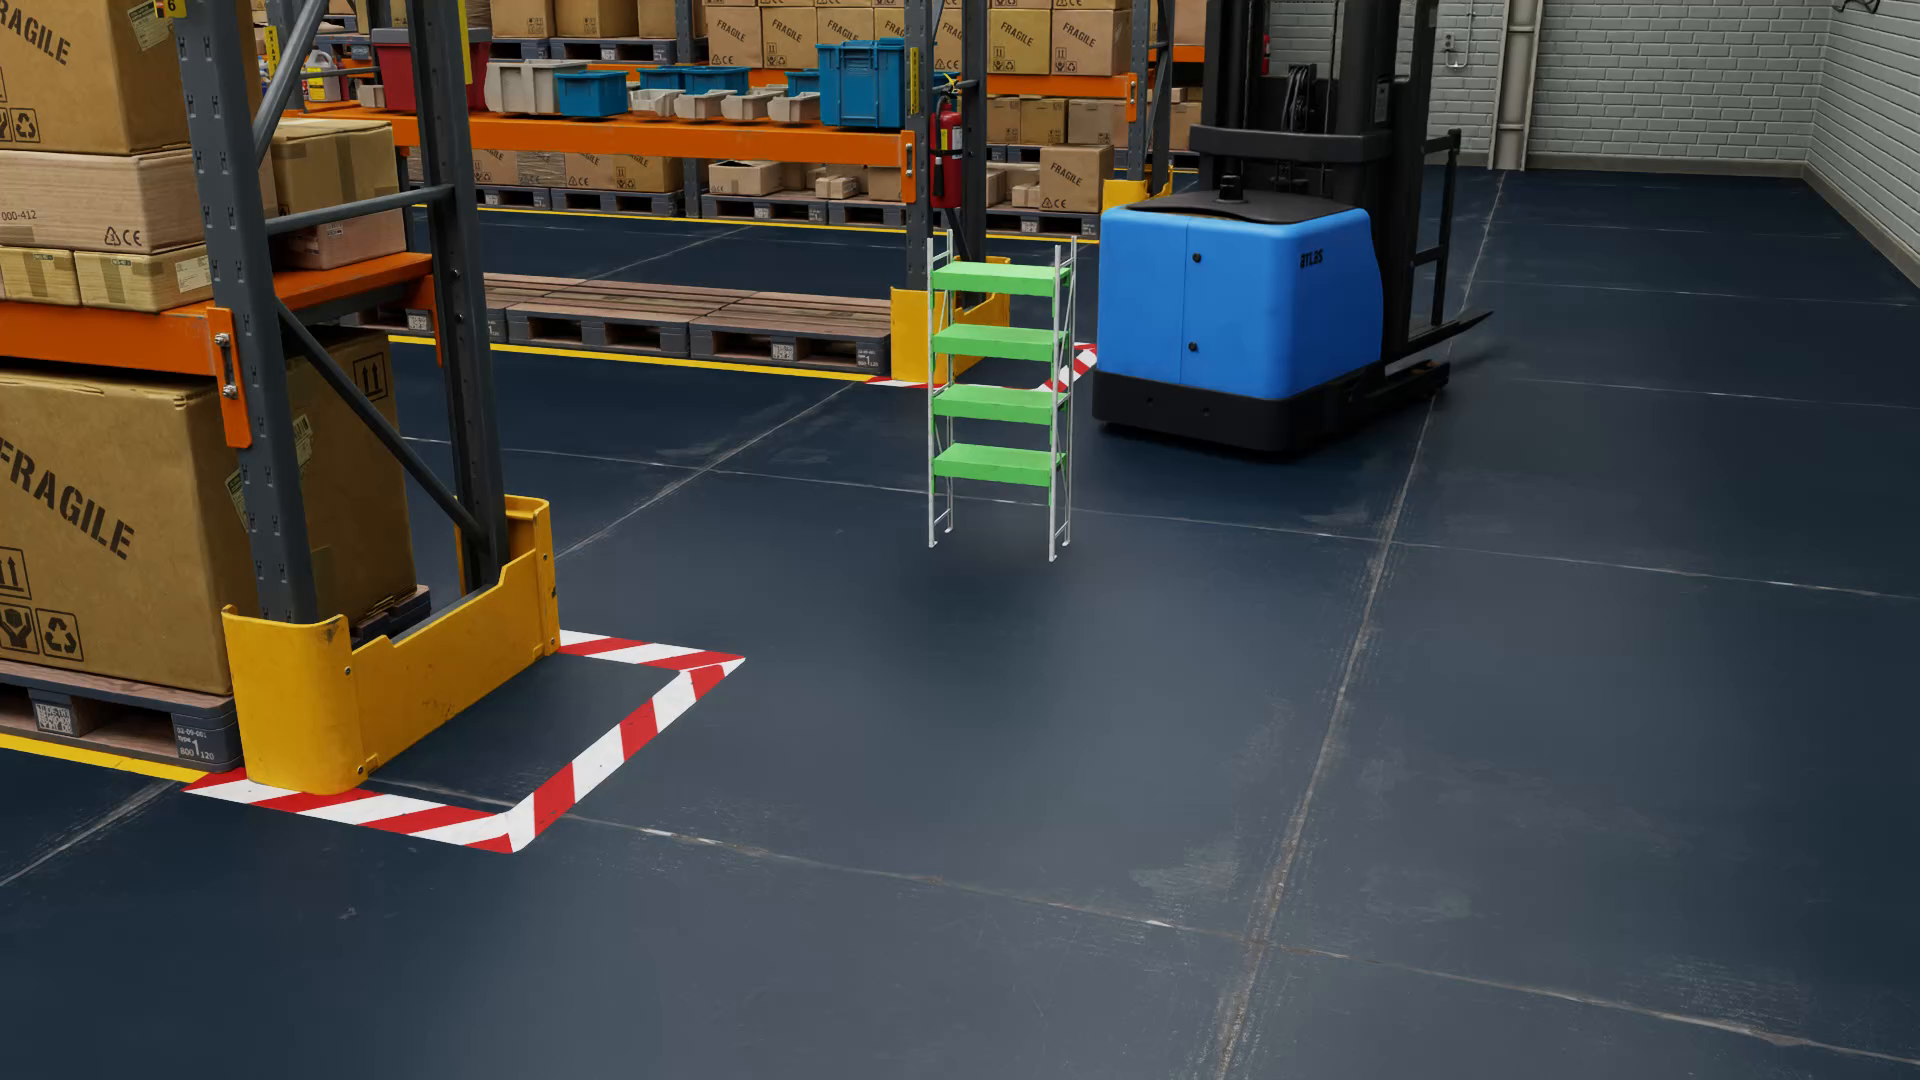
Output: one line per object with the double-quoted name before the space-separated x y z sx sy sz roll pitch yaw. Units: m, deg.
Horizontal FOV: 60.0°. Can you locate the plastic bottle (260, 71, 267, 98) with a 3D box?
"plastic bottle" -4.324 -2.767 10.146 0.135 0.276 0.152 7 20 18

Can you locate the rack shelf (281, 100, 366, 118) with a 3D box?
"rack shelf" -5.734 -2.760 11.030 4.000 0.370 1.077 7 20 18

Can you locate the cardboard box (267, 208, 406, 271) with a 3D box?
"cardboard box" -1.919 -0.934 5.080 0.250 0.149 0.380 7 20 19

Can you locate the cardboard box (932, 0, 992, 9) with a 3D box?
"cardboard box" 0.083 -4.582 13.493 0.500 0.500 0.500 7 20 20

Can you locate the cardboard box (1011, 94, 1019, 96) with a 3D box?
"cardboard box" 0.754 -5.168 19.021 0.250 0.149 0.380 6 20 16

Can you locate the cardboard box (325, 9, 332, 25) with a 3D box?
"cardboard box" -8.525 -6.884 21.966 0.500 0.250 0.500 7 20 19

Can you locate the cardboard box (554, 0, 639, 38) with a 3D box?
"cardboard box" -3.261 -4.844 15.126 0.500 0.500 0.700 10 22 27

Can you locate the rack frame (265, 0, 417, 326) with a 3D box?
"rack frame" -3.845 -2.884 10.292 0.127 3.000 1.000 7 20 18

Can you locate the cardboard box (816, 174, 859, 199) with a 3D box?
"cardboard box" -1.070 -3.090 14.521 0.250 0.166 0.380 7 20 18

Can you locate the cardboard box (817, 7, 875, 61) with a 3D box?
"cardboard box" -0.868 -4.222 13.979 0.500 0.500 0.500 6 20 18

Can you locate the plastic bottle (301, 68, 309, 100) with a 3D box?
"plastic bottle" -4.293 -2.983 10.880 0.097 0.201 0.097 0 19 0

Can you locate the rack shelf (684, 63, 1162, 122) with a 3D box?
"rack shelf" -0.327 -3.868 14.208 4.000 0.370 1.077 7 20 18

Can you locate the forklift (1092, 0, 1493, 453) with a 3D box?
"forklift" 1.942 -2.199 8.432 1.130 2.935 3.031 14 24 35

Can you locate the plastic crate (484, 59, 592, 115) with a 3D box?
"plastic crate" -2.463 -2.634 9.664 0.530 0.282 0.437 7 20 18

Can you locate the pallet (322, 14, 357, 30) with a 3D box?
"pallet" -7.477 -6.610 21.273 1.213 0.211 1.003 7 20 18

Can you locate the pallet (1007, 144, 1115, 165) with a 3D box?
"pallet" 1.255 -4.410 18.906 1.213 0.211 1.003 7 20 18

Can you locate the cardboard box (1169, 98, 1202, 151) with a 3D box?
"cardboard box" 2.490 -4.594 18.359 0.500 0.500 0.700 7 20 18

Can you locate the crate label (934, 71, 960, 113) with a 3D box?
"crate label" -0.192 -2.530 9.440 0.303 0.233 0.416 7 20 18

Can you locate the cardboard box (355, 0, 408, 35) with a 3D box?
"cardboard box" -5.363 -5.068 15.768 0.500 0.500 0.700 0 19 0

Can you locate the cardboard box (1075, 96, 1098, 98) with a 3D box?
"cardboard box" 1.476 -5.086 18.783 0.250 0.149 0.380 7 20 19

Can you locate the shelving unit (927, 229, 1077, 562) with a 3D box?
"shelving unit" 0.156 -0.549 6.327 0.503 1.200 0.258 7 20 18

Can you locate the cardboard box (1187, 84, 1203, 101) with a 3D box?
"cardboard box" 2.674 -4.949 18.392 0.250 0.149 0.380 7 20 18

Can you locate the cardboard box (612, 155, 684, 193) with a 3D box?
"cardboard box" -2.776 -3.415 14.945 0.500 0.500 0.500 6 20 18

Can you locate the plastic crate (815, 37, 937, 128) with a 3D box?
"plastic crate" -0.444 -2.475 8.974 0.499 0.435 0.616 7 20 18

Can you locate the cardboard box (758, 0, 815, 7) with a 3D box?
"cardboard box" -1.376 -4.749 13.972 0.500 0.500 0.500 6 20 16

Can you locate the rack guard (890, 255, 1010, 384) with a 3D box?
"rack guard" -0.040 -1.273 9.468 0.348 0.500 1.175 7 20 18

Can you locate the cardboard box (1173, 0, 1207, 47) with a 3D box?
"cardboard box" 2.699 -5.726 17.989 0.700 0.700 0.980 7 21 21

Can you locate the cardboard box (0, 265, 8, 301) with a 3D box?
"cardboard box" -2.621 -0.784 4.651 0.250 0.149 0.380 7 20 18

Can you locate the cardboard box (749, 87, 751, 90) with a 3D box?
"cardboard box" -2.091 -5.272 19.772 0.750 0.750 0.750 7 20 20

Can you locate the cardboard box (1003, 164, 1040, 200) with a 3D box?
"cardboard box" 0.670 -3.102 14.426 0.500 0.250 0.500 7 20 18

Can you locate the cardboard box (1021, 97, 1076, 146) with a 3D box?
"cardboard box" 1.036 -4.758 18.828 0.500 0.500 0.700 7 20 19

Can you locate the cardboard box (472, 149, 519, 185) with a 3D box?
"cardboard box" -4.195 -3.580 15.417 0.500 0.500 0.500 6 20 16

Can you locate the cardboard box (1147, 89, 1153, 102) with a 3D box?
"cardboard box" 2.068 -4.885 18.208 0.250 0.149 0.380 7 20 20

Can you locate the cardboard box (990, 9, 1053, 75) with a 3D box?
"cardboard box" 0.559 -4.057 13.507 0.500 0.500 0.500 7 20 19

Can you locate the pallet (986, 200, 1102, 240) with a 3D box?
"pallet" 0.737 -2.768 14.198 1.213 0.211 1.003 7 20 18

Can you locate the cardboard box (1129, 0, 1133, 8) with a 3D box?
"cardboard box" 1.230 -4.641 13.661 0.500 0.500 0.500 7 20 20

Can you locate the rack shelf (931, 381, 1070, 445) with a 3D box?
"rack shelf" 0.156 -0.488 6.348 0.480 0.148 0.258 7 20 18

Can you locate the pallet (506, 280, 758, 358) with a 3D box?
"pallet" -1.982 -1.368 10.181 1.213 0.211 1.003 7 20 18

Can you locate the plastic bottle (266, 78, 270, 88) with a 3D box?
"plastic bottle" -4.300 -2.773 10.275 0.097 0.201 0.097 0 19 0

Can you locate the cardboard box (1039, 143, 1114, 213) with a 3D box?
"cardboard box" 0.968 -3.001 13.757 0.500 0.500 0.500 7 20 18

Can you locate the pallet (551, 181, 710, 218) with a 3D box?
"pallet" -2.997 -3.183 15.386 1.213 0.211 1.003 7 20 18

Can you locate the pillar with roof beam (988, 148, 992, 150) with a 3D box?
"pillar with roof beam" -1.062 -7.652 14.856 0.400 9.000 9.100 7 20 18

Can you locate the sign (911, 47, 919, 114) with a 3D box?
"sign" -0.232 -2.356 8.530 0.005 0.325 0.100 7 20 18

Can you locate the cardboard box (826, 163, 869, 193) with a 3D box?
"cardboard box" -0.876 -3.307 14.923 0.500 0.311 0.500 7 20 18

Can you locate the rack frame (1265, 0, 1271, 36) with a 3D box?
"rack frame" 3.184 -5.532 17.889 0.127 3.000 1.000 7 20 18

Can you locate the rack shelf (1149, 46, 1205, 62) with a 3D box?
"rack shelf" 1.295 -5.408 18.627 4.000 0.370 1.077 7 20 18

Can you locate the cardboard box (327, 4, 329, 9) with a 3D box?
"cardboard box" -8.526 -7.237 21.838 0.500 0.500 0.500 6 20 17

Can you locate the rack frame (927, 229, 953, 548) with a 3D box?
"rack frame" -0.074 -0.575 6.403 0.015 1.200 0.240 7 20 18

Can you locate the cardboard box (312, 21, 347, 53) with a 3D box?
"cardboard box" -6.324 -4.866 16.115 0.500 0.311 0.500 8 21 21

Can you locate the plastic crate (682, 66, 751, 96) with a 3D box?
"plastic crate" -1.436 -2.672 9.848 0.300 0.233 0.416 7 20 18

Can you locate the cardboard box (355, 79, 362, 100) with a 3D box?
"cardboard box" -7.450 -5.781 21.734 0.500 0.500 0.700 7 20 20

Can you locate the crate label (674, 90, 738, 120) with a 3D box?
"crate label" -1.437 -2.446 9.344 0.243 0.136 0.396 7 20 18

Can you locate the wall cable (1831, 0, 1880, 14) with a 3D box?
"wall cable" 8.410 -6.176 15.341 0.112 2.526 3.097 7 20 18

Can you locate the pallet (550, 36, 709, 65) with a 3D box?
"pallet" -2.935 -4.453 15.086 1.213 0.211 1.003 7 20 18
